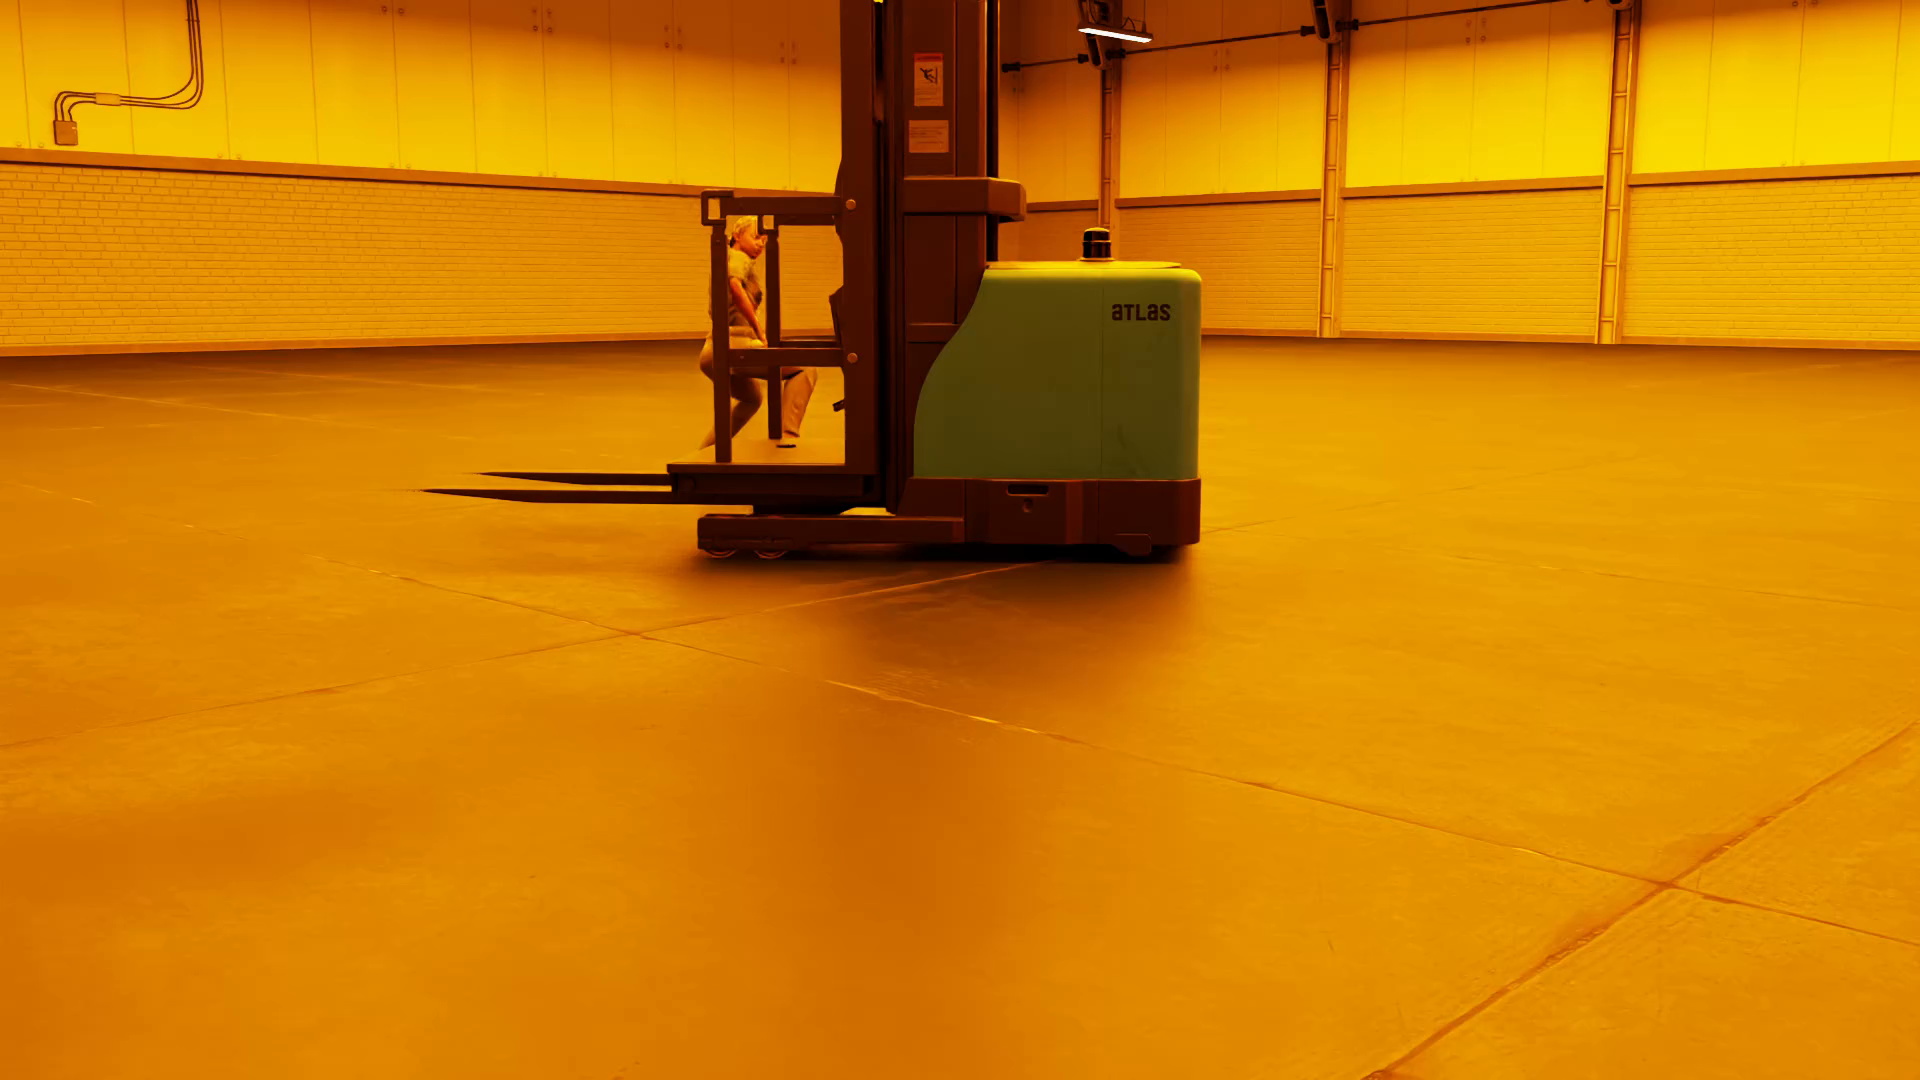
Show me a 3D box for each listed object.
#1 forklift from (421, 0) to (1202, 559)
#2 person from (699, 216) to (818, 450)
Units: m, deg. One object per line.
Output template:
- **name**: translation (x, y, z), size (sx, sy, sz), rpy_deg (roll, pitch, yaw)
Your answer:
- **forklift**: translation (-0.579, -1.455, 6.534), size (3.031, 2.935, 1.130), rpy_deg (1, 9, 5)
- **person**: translation (-1.134, -1.034, 9.065), size (0.615, 1.423, 0.743), rpy_deg (-6, 11, -36)
